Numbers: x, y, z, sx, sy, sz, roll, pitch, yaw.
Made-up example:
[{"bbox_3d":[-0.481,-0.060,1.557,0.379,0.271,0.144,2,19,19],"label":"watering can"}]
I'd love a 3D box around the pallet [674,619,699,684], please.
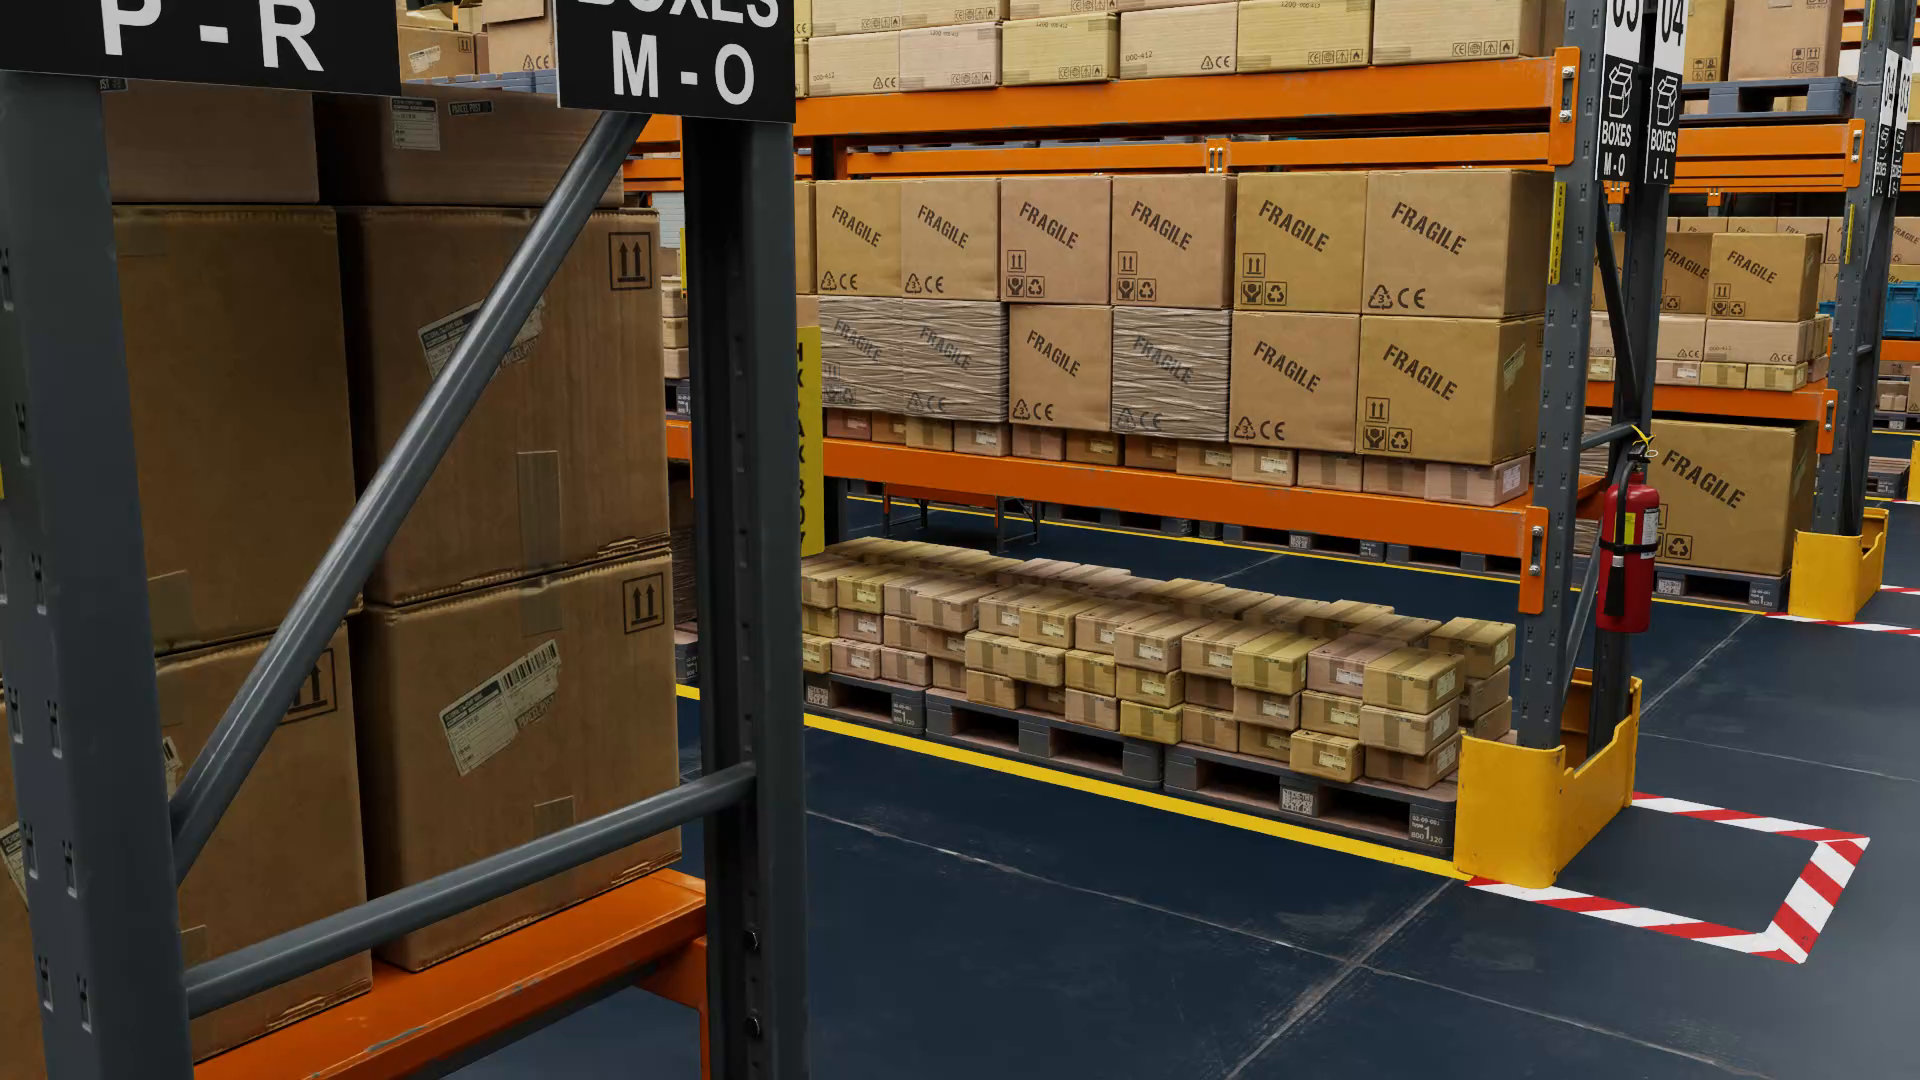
[{"bbox_3d":[-1.565,0.476,9.015,1.213,0.211,1.003,8,13,36],"label":"pallet"}]

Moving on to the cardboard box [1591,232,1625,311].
[{"bbox_3d":[4.253,-1.754,10.835,0.500,0.500,0.500,7,13,34],"label":"cardboard box"}]

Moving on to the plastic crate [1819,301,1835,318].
[{"bbox_3d":[7.701,-1.962,14.557,0.300,0.233,0.416,8,13,36],"label":"plastic crate"}]

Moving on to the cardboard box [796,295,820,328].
[{"bbox_3d":[-0.687,-0.907,7.774,0.500,0.500,0.500,8,13,35],"label":"cardboard box"}]

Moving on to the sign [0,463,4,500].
[{"bbox_3d":[-0.894,-0.190,1.445,0.005,0.325,0.100,8,13,36],"label":"sign"}]

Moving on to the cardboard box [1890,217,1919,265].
[{"bbox_3d":[10.242,-3.225,17.907,0.500,0.500,0.500,8,14,37],"label":"cardboard box"}]

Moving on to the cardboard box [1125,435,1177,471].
[{"bbox_3d":[0.871,-0.385,6.783,0.250,0.149,0.380,7,13,33],"label":"cardboard box"}]

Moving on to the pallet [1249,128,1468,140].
[{"bbox_3d":[2.734,-2.890,11.405,1.213,0.211,1.003,8,13,36],"label":"pallet"}]

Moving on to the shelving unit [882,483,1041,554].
[{"bbox_3d":[0.005,-0.552,11.919,1.048,1.125,0.538,8,13,36],"label":"shelving unit"}]

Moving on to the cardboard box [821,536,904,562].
[{"bbox_3d":[-0.496,0.095,8.473,0.250,0.149,0.380,8,14,37],"label":"cardboard box"}]

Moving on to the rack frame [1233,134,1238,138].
[{"bbox_3d":[4.428,-7.674,28.004,0.127,3.000,1.000,8,13,36],"label":"rack frame"}]

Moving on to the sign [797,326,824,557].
[{"bbox_3d":[-0.228,-0.135,2.345,0.005,0.325,0.100,8,13,36],"label":"sign"}]

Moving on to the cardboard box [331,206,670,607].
[{"bbox_3d":[-0.780,-0.225,2.399,0.500,0.500,0.500,8,13,34],"label":"cardboard box"}]

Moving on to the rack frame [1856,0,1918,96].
[{"bbox_3d":[5.304,-4.050,9.271,0.127,3.000,1.000,8,13,36],"label":"rack frame"}]

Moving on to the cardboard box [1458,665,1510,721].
[{"bbox_3d":[2.017,0.593,6.685,0.250,0.149,0.380,9,14,38],"label":"cardboard box"}]

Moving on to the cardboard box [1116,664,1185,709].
[{"bbox_3d":[0.848,0.561,6.849,0.250,0.149,0.380,8,14,36],"label":"cardboard box"}]

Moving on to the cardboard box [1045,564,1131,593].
[{"bbox_3d":[0.599,0.231,7.773,0.250,0.149,0.380,7,13,34],"label":"cardboard box"}]

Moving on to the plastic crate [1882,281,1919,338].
[{"bbox_3d":[7.856,-1.918,13.798,0.499,0.435,0.616,8,13,36],"label":"plastic crate"}]

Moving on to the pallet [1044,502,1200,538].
[{"bbox_3d":[1.414,-0.260,12.819,1.213,0.211,1.003,8,13,36],"label":"pallet"}]

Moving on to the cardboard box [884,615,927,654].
[{"bbox_3d":[-0.144,0.398,7.690,0.250,0.149,0.380,7,13,33],"label":"cardboard box"}]

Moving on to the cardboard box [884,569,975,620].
[{"bbox_3d":[-0.138,0.253,7.661,0.250,0.149,0.380,8,13,34],"label":"cardboard box"}]

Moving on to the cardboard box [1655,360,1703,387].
[{"bbox_3d":[4.409,-1.028,10.108,0.250,0.149,0.380,8,14,36],"label":"cardboard box"}]

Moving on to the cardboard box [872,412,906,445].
[{"bbox_3d":[-0.189,-0.530,7.532,0.250,0.149,0.380,7,13,33],"label":"cardboard box"}]

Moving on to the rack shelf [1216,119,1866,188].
[{"bbox_3d":[3.692,-2.449,10.787,4.000,0.370,1.077,8,13,36],"label":"rack shelf"}]

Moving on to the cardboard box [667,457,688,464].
[{"bbox_3d":[-1.807,-0.336,9.371,0.500,0.250,0.500,8,14,37],"label":"cardboard box"}]

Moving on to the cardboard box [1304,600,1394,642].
[{"bbox_3d":[1.645,0.374,7.035,0.250,0.149,0.380,8,13,35],"label":"cardboard box"}]

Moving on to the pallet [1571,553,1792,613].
[{"bbox_3d":[4.614,0.187,10.509,1.213,0.211,1.003,8,13,36],"label":"pallet"}]

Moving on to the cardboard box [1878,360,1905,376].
[{"bbox_3d":[12.668,-2.534,22.708,0.500,0.500,0.700,7,13,34],"label":"cardboard box"}]

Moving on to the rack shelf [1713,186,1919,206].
[{"bbox_3d":[12.488,-4.724,22.546,4.000,0.370,1.077,8,13,36],"label":"rack shelf"}]

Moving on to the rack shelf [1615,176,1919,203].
[{"bbox_3d":[9.559,-3.965,18.624,4.000,0.370,1.077,8,13,36],"label":"rack shelf"}]

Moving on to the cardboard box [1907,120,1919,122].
[{"bbox_3d":[10.203,-4.340,17.747,0.500,0.250,0.500,8,13,36],"label":"cardboard box"}]

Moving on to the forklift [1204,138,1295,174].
[{"bbox_3d":[2.014,-1.988,14.591,3.031,2.935,1.130,9,14,38],"label":"forklift"}]

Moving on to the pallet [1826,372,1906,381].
[{"bbox_3d":[12.430,-2.225,22.977,1.213,0.211,1.003,8,13,36],"label":"pallet"}]

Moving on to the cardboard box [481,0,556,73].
[{"bbox_3d":[-2.104,-2.729,8.966,0.637,0.503,0.797,8,13,35],"label":"cardboard box"}]

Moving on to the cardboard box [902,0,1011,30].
[{"bbox_3d":[0.105,-2.244,6.915,0.500,0.250,0.500,8,14,37],"label":"cardboard box"}]

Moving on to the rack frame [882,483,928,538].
[{"bbox_3d":[-0.404,-0.609,12.214,0.032,1.125,0.500,8,13,36],"label":"rack frame"}]

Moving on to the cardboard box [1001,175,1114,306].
[{"bbox_3d":[0.510,-1.229,6.805,0.500,0.500,0.500,7,13,34],"label":"cardboard box"}]

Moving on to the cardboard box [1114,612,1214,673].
[{"bbox_3d":[0.837,0.417,6.810,0.250,0.149,0.380,9,14,38],"label":"cardboard box"}]

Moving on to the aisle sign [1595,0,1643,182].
[{"bbox_3d":[2.168,-1.579,5.448,0.004,0.787,0.394,8,13,36],"label":"aisle sign"}]

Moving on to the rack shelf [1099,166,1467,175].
[{"bbox_3d":[3.400,-3.657,17.031,4.000,0.370,1.077,8,13,36],"label":"rack shelf"}]

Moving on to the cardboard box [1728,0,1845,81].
[{"bbox_3d":[4.854,-2.932,9.757,0.500,0.500,0.700,7,13,32],"label":"cardboard box"}]

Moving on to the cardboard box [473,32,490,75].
[{"bbox_3d":[-2.739,-2.641,9.624,0.500,0.500,0.500,8,13,36],"label":"cardboard box"}]

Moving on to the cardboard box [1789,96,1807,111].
[{"bbox_3d":[9.580,-4.868,18.502,0.500,0.500,0.700,8,13,36],"label":"cardboard box"}]

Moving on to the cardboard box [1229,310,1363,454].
[{"bbox_3d":[1.360,-0.621,6.298,0.500,0.500,0.500,8,13,35],"label":"cardboard box"}]

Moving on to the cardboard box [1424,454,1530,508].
[{"bbox_3d":[1.857,-0.226,5.964,0.250,0.149,0.380,8,14,36],"label":"cardboard box"}]

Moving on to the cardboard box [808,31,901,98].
[{"bbox_3d":[-0.311,-2.058,7.267,0.500,0.250,0.500,8,13,35],"label":"cardboard box"}]

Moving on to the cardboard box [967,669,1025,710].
[{"bbox_3d":[0.236,0.617,7.342,0.250,0.149,0.380,8,13,34],"label":"cardboard box"}]

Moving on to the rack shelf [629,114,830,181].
[{"bbox_3d":[-2.549,-2.150,9.245,4.000,0.370,1.077,8,13,36],"label":"rack shelf"}]

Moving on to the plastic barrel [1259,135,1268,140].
[{"bbox_3d":[3.306,-4.331,17.161,0.433,0.535,0.433,0,11,0],"label":"plastic barrel"}]

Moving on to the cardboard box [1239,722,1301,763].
[{"bbox_3d":[1.310,0.754,6.637,0.250,0.149,0.380,8,13,35],"label":"cardboard box"}]

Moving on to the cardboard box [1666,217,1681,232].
[{"bbox_3d":[8.160,-3.514,19.401,0.500,0.500,0.500,8,14,37],"label":"cardboard box"}]

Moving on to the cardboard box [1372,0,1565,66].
[{"bbox_3d":[1.764,-1.766,5.759,0.500,0.250,0.500,8,13,34],"label":"cardboard box"}]
